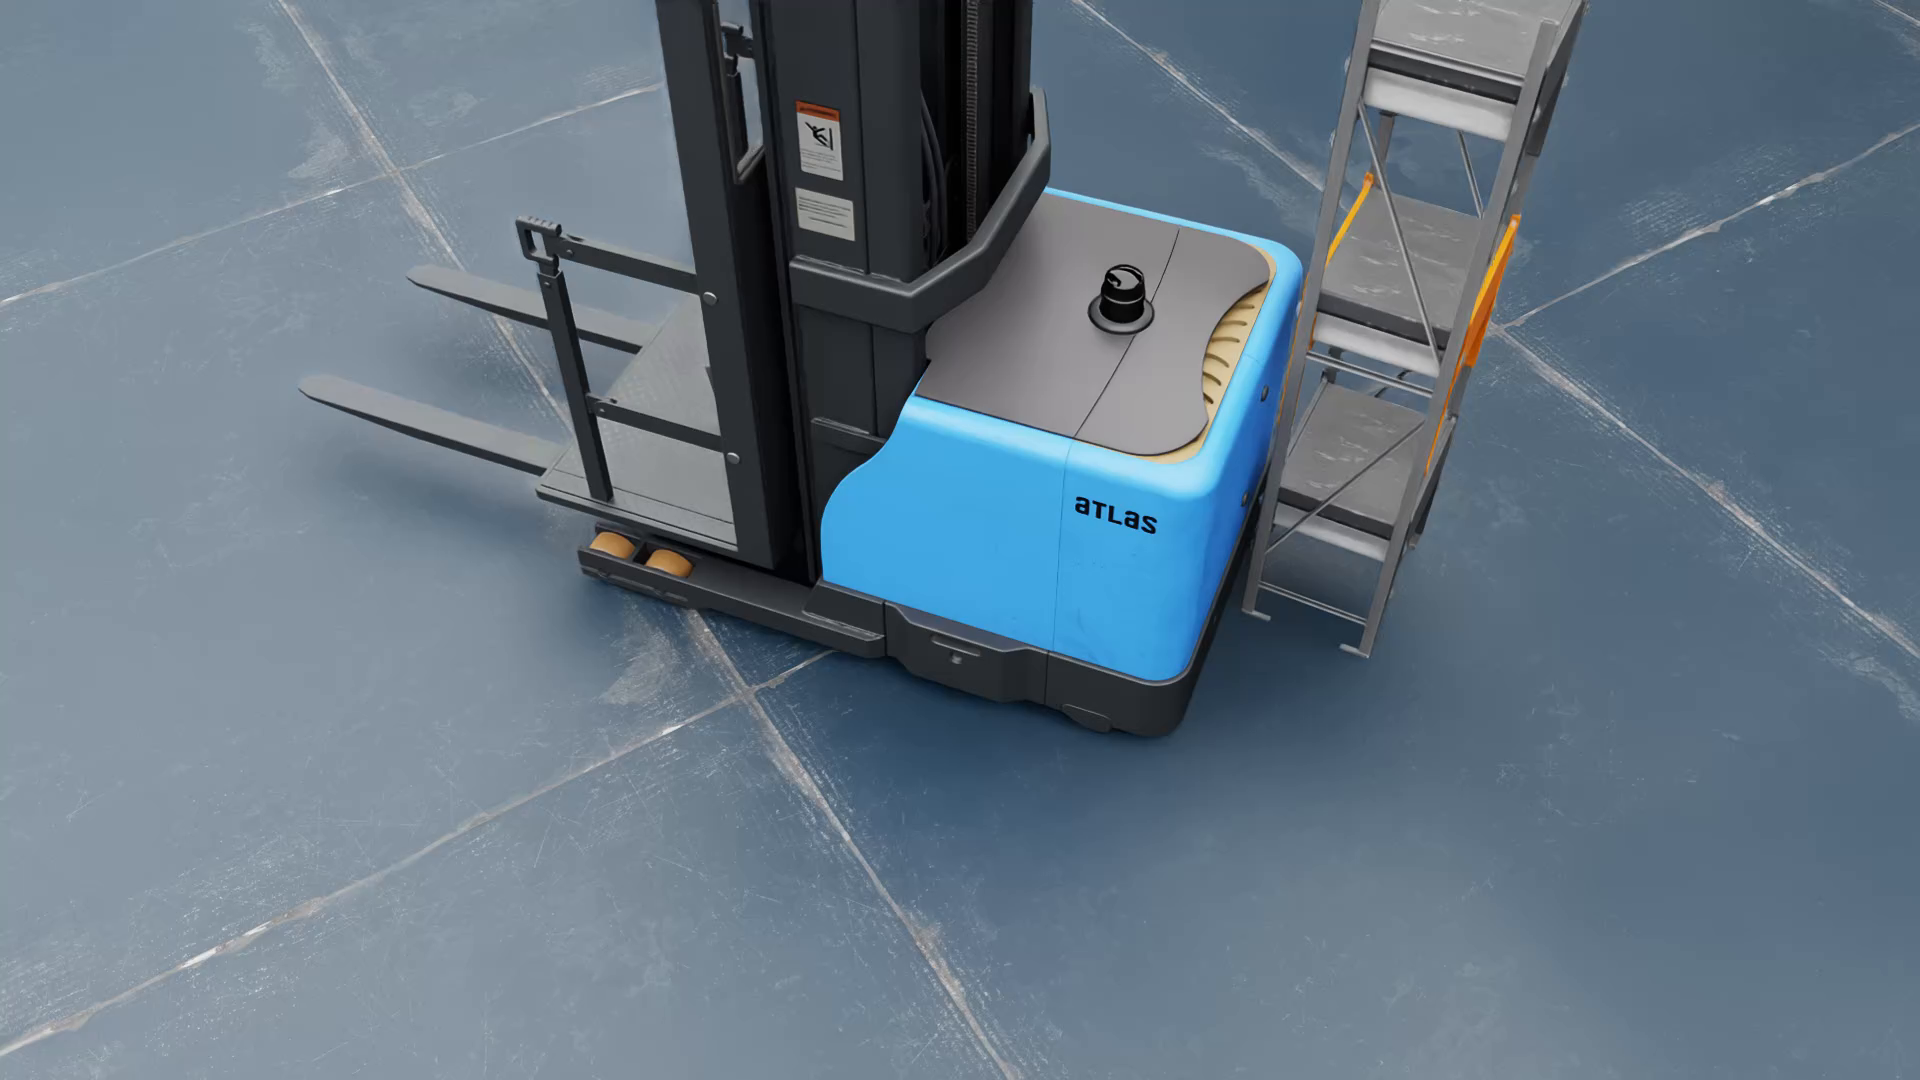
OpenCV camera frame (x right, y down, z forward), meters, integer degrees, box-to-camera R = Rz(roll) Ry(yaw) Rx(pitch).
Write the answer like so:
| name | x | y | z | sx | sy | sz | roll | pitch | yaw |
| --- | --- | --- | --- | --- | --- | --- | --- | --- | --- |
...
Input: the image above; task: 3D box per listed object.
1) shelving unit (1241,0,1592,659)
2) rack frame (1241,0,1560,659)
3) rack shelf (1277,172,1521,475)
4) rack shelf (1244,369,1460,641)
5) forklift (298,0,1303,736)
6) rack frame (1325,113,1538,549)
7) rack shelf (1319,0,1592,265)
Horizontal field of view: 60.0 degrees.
| name | x | y | z | sx | sy | sz | roll | pitch | yaw |
| --- | --- | --- | --- | --- | --- | --- | --- | --- | --- |
| shelving unit | 1.146 | -0.579 | 4.360 | 0.431 | 2.100 | 0.503 | 21 | 52 | 18 |
| rack frame | 1.036 | -0.417 | 4.215 | 0.400 | 2.100 | 0.015 | 21 | 52 | 18 |
| rack shelf | 1.146 | -0.570 | 4.370 | 0.431 | 0.518 | 0.480 | 21 | 52 | 18 |
| rack shelf | 1.146 | -0.104 | 4.892 | 0.431 | 0.518 | 0.480 | 21 | 52 | 18 |
| forklift | -0.621 | -1.134 | 4.297 | 3.031 | 2.935 | 1.130 | 17 | 50 | 14 |
| rack frame | 1.257 | -0.741 | 4.504 | 0.400 | 2.100 | 0.015 | 21 | 52 | 18 |
| rack shelf | 1.146 | -1.036 | 3.847 | 0.431 | 0.518 | 0.480 | 21 | 52 | 18 |
